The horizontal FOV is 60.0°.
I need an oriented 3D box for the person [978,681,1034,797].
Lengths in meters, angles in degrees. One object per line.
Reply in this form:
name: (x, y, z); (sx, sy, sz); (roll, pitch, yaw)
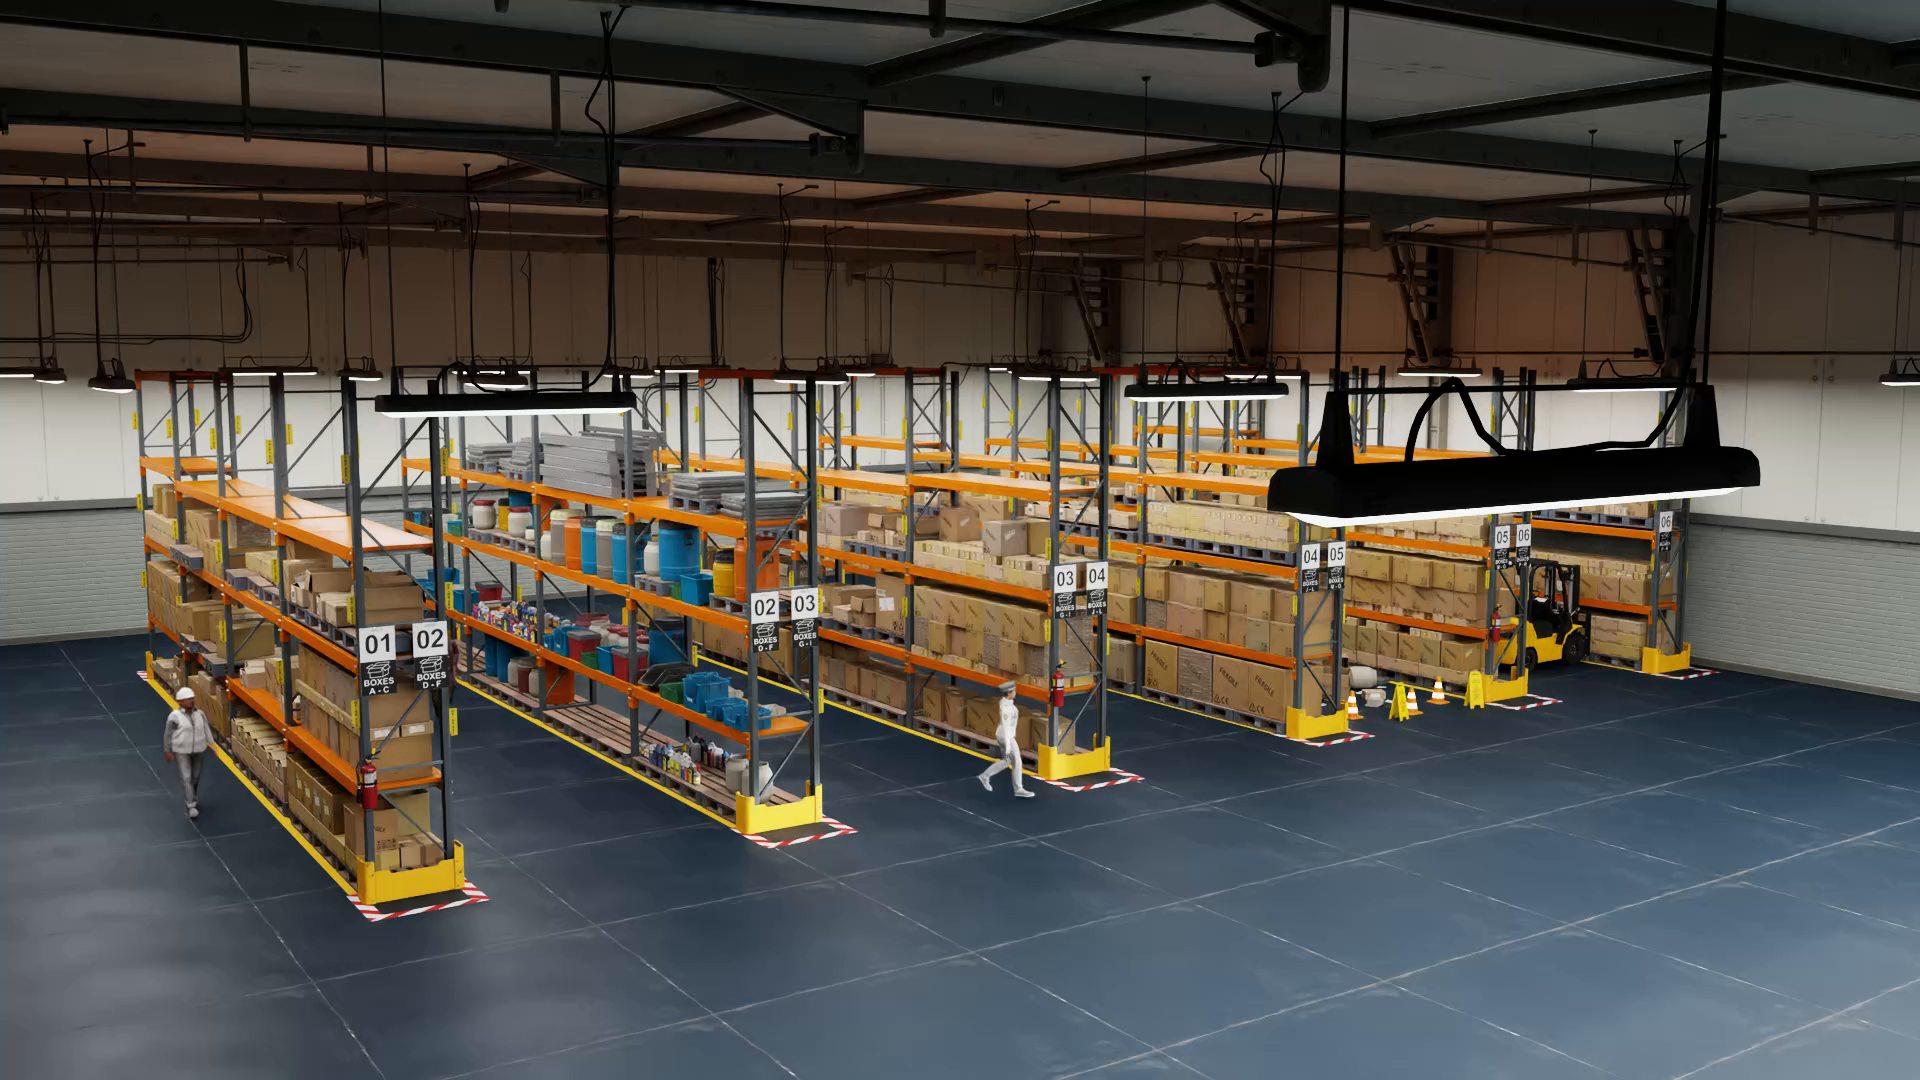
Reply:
person: (0.654, 2.822, 23.727); (0.802, 1.650, 0.533); (0, 6, -2)

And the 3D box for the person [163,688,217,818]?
person: (-10.603, 2.883, 22.904); (0.637, 1.718, 1.068); (-5, 8, -36)

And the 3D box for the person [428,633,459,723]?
person: (-8.871, 2.307, 28.350); (0.692, 1.686, 0.668); (-3, 7, -26)
